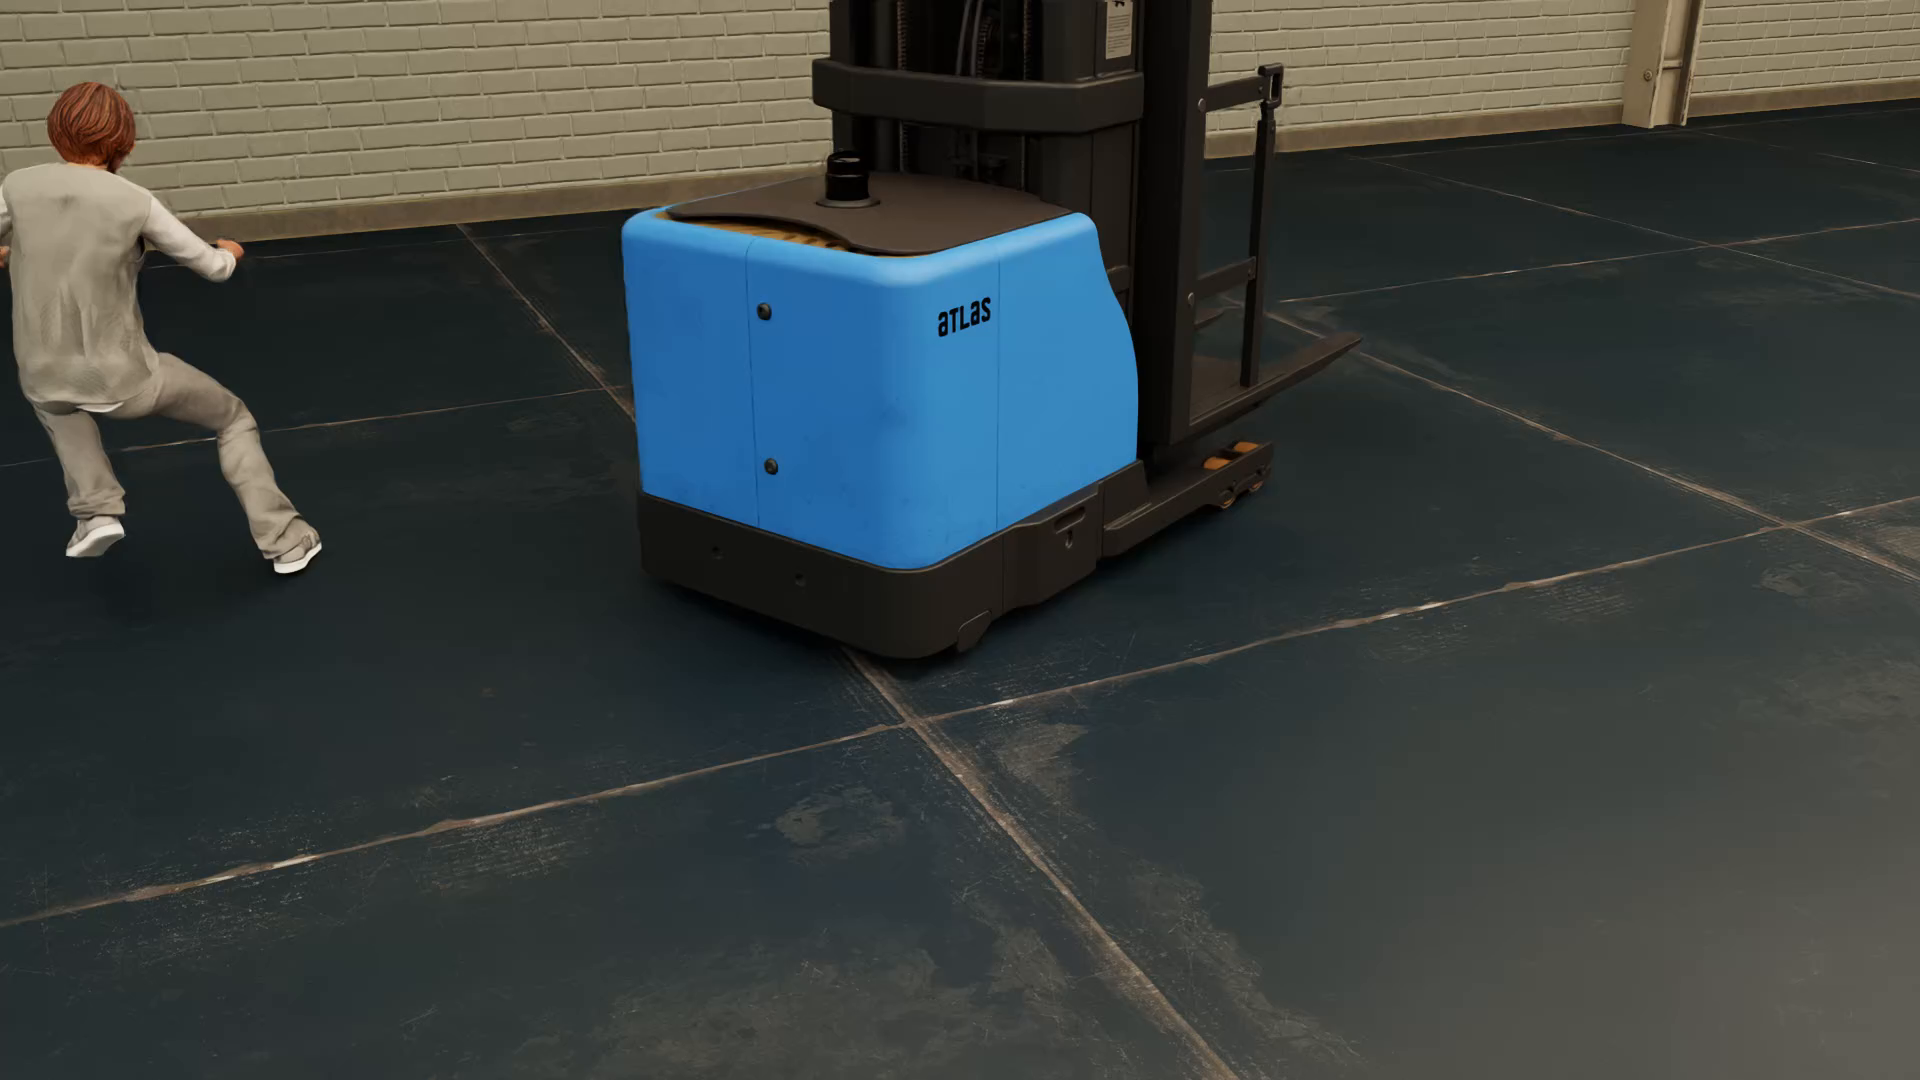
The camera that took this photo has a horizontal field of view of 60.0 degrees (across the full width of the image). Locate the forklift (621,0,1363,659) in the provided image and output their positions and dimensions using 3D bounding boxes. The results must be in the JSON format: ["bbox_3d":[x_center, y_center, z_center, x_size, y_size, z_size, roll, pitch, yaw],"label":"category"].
[{"bbox_3d":[0.380,-1.554,5.027,1.130,2.935,3.031,16,28,34],"label":"forklift"}]

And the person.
[{"bbox_3d":[-2.325,-0.565,4.651,0.817,1.387,0.692,-2,23,-4],"label":"person"}]
